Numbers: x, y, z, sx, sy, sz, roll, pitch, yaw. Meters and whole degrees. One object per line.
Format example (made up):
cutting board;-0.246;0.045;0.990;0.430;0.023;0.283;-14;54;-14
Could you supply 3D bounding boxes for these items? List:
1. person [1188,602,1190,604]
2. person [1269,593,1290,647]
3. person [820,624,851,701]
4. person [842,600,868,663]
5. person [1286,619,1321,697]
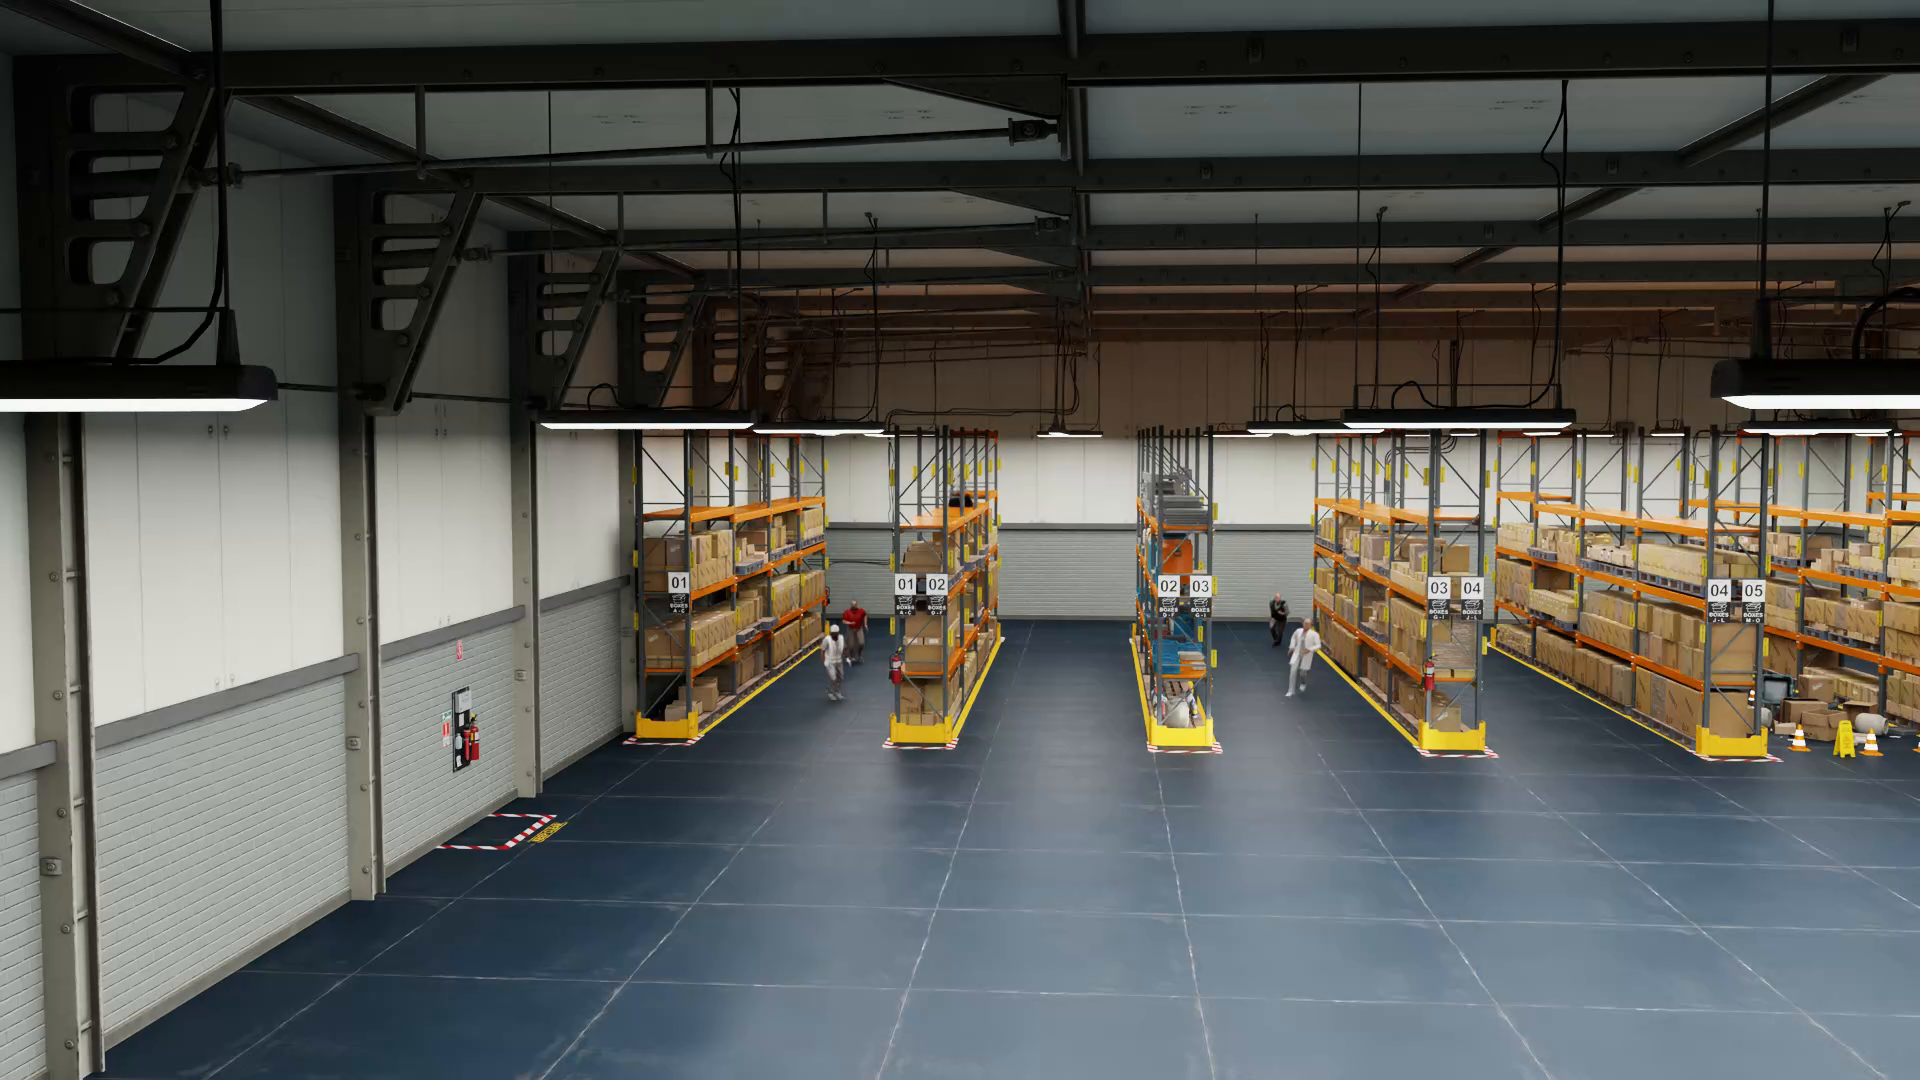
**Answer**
person;6.514;2.074;47.932;0.549;1.566;0.599;-3;5;-44
person;8.797;2.186;45.797;0.659;1.500;1.127;1;4;23
person;-2.741;2.681;36.471;0.687;1.712;0.604;-3;4;-39
person;-2.688;2.345;42.648;0.679;1.635;0.919;-1;3;-10
person;7.697;2.614;37.134;0.743;1.736;0.983;2;4;28
